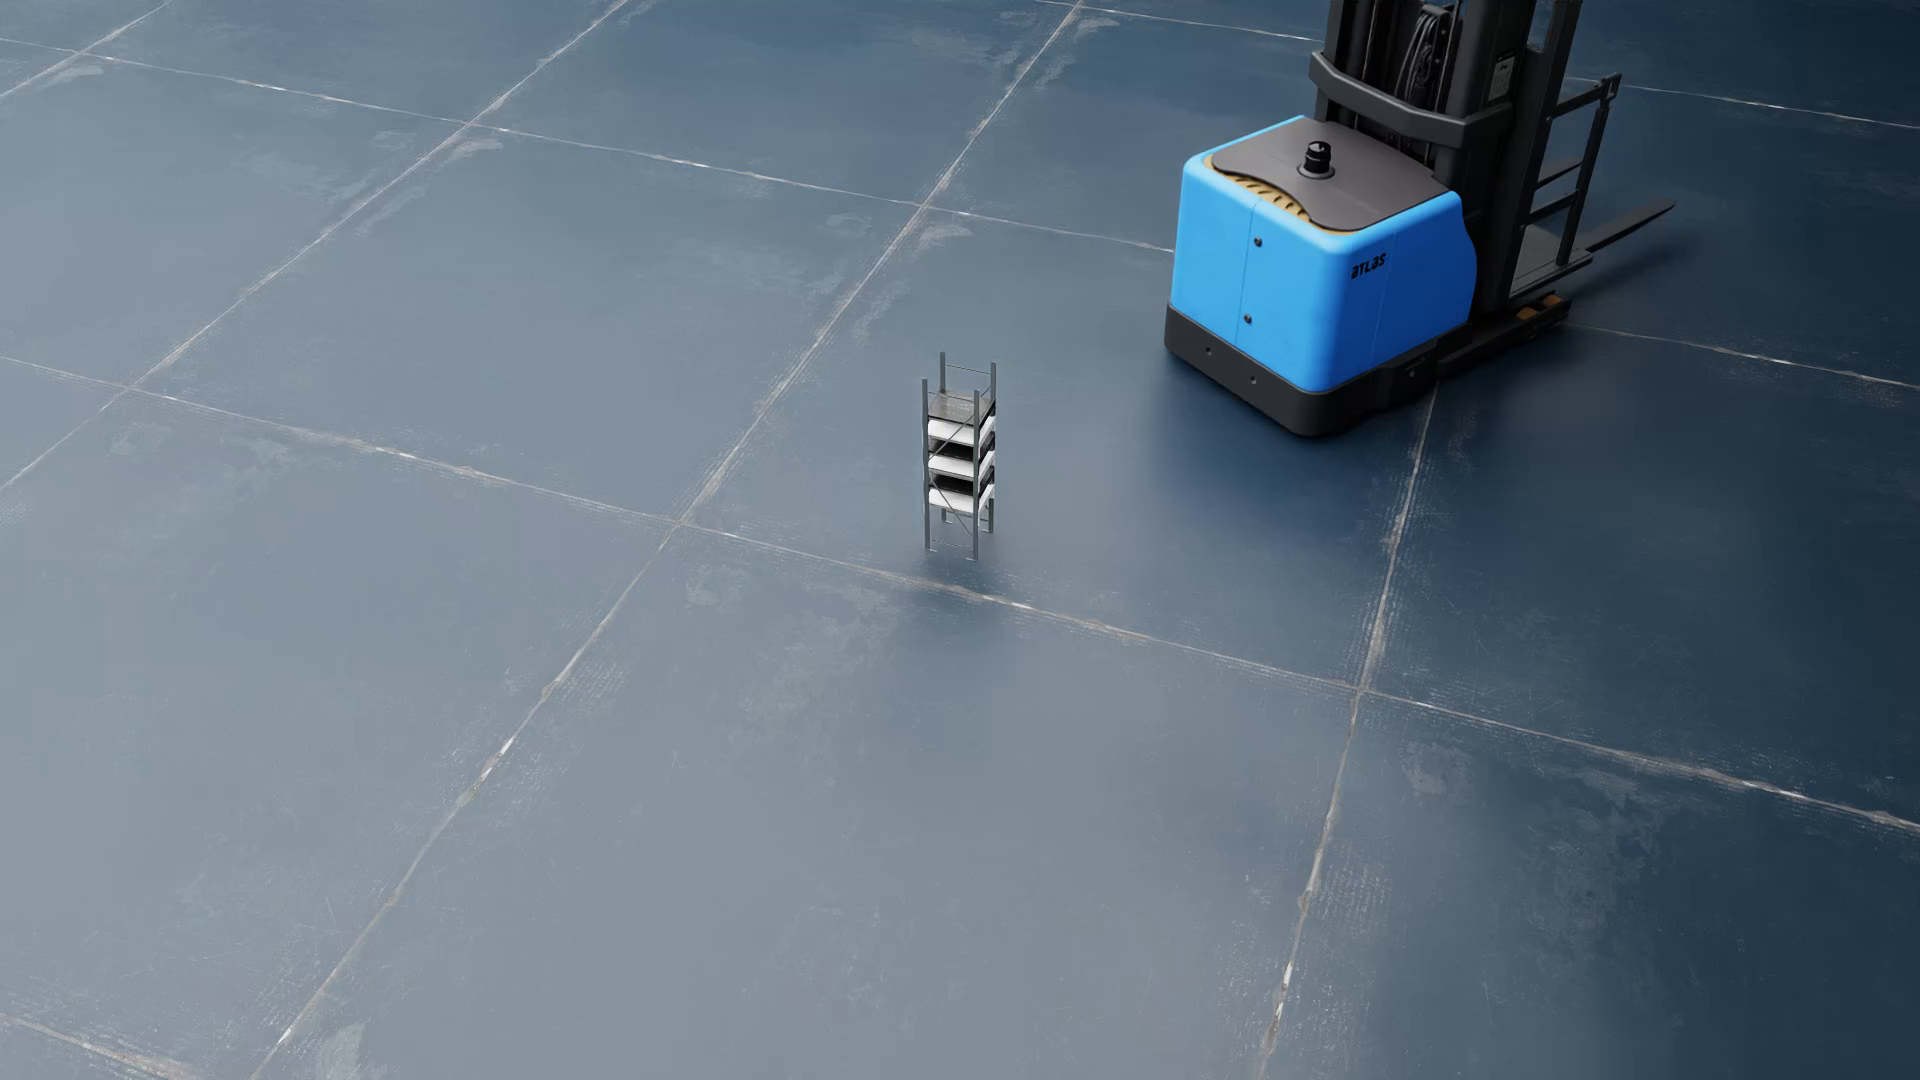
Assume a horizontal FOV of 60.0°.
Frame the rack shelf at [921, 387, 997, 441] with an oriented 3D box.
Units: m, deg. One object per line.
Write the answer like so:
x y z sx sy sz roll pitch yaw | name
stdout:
-0.003 -0.517 6.799 0.258 0.077 0.200 13 42 15 | rack shelf

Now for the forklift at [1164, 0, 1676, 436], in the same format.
2.499 -2.375 7.775 3.031 2.935 1.130 -26 47 -27 | forklift

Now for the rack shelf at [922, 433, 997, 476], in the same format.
-0.003 -0.381 6.915 0.258 0.077 0.200 13 42 15 | rack shelf

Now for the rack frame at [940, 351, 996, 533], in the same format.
0.032 -0.399 7.025 0.240 0.900 0.006 13 42 15 | rack frame

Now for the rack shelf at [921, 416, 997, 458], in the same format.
-0.003 -0.449 6.857 0.258 0.077 0.200 13 42 15 | rack shelf

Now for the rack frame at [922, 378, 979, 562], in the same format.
-0.038 -0.275 6.879 0.240 0.900 0.006 13 42 15 | rack frame

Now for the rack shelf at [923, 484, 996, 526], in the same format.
-0.003 -0.175 7.091 0.258 0.077 0.200 13 42 15 | rack shelf

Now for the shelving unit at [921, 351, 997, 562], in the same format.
-0.003 -0.337 6.952 0.258 0.900 0.210 13 42 15 | shelving unit

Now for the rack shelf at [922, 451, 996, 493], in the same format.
-0.003 -0.312 6.974 0.258 0.077 0.200 13 42 15 | rack shelf

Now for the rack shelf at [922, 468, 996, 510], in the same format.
-0.003 -0.244 7.032 0.258 0.077 0.200 13 42 15 | rack shelf
